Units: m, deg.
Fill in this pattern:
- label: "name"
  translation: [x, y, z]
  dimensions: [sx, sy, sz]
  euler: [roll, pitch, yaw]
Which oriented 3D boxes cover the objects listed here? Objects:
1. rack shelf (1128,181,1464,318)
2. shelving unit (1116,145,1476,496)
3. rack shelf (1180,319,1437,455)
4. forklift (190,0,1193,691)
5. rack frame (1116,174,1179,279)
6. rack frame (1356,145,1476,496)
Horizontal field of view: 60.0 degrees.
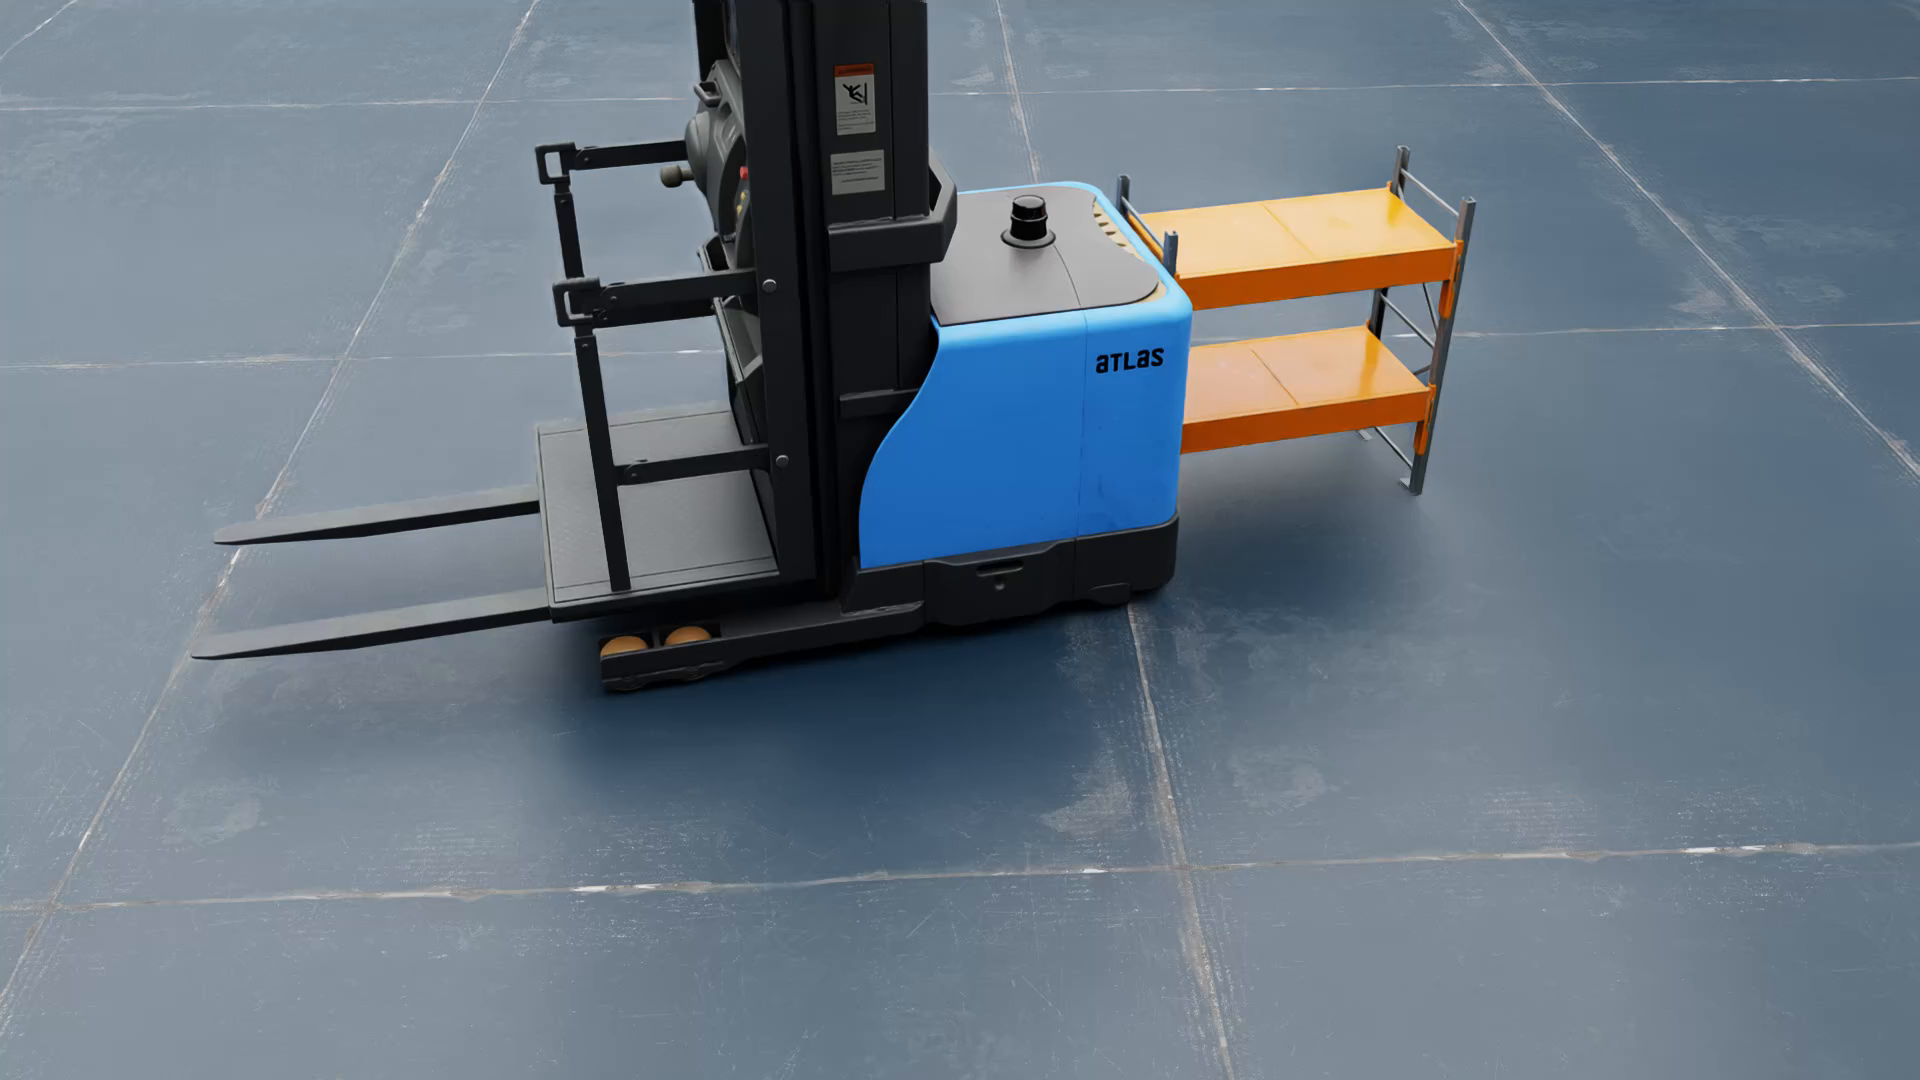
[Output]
- label: "rack shelf"
  translation: [1.092, -0.929, 5.589]
  dimensions: [1.000, 0.278, 0.538]
  euler: [-8, 36, -12]
- label: "shelving unit"
  translation: [1.092, -0.688, 5.756]
  dimensions: [1.048, 1.125, 0.538]
  euler: [-8, 36, -12]
- label: "rack shelf"
  translation: [1.092, -0.487, 5.895]
  dimensions: [1.000, 0.278, 0.538]
  euler: [-8, 36, -12]
- label: "forklift"
  translation: [-0.869, -1.078, 4.732]
  dimensions: [3.031, 2.935, 1.130]
  euler: [-8, 36, -12]
- label: "rack frame"
  translation: [0.600, -0.616, 5.652]
  dimensions: [0.032, 1.125, 0.500]
  euler: [-8, 36, -12]
- label: "rack frame"
  translation: [1.584, -0.760, 5.860]
  dimensions: [0.032, 1.125, 0.500]
  euler: [-8, 36, -12]
